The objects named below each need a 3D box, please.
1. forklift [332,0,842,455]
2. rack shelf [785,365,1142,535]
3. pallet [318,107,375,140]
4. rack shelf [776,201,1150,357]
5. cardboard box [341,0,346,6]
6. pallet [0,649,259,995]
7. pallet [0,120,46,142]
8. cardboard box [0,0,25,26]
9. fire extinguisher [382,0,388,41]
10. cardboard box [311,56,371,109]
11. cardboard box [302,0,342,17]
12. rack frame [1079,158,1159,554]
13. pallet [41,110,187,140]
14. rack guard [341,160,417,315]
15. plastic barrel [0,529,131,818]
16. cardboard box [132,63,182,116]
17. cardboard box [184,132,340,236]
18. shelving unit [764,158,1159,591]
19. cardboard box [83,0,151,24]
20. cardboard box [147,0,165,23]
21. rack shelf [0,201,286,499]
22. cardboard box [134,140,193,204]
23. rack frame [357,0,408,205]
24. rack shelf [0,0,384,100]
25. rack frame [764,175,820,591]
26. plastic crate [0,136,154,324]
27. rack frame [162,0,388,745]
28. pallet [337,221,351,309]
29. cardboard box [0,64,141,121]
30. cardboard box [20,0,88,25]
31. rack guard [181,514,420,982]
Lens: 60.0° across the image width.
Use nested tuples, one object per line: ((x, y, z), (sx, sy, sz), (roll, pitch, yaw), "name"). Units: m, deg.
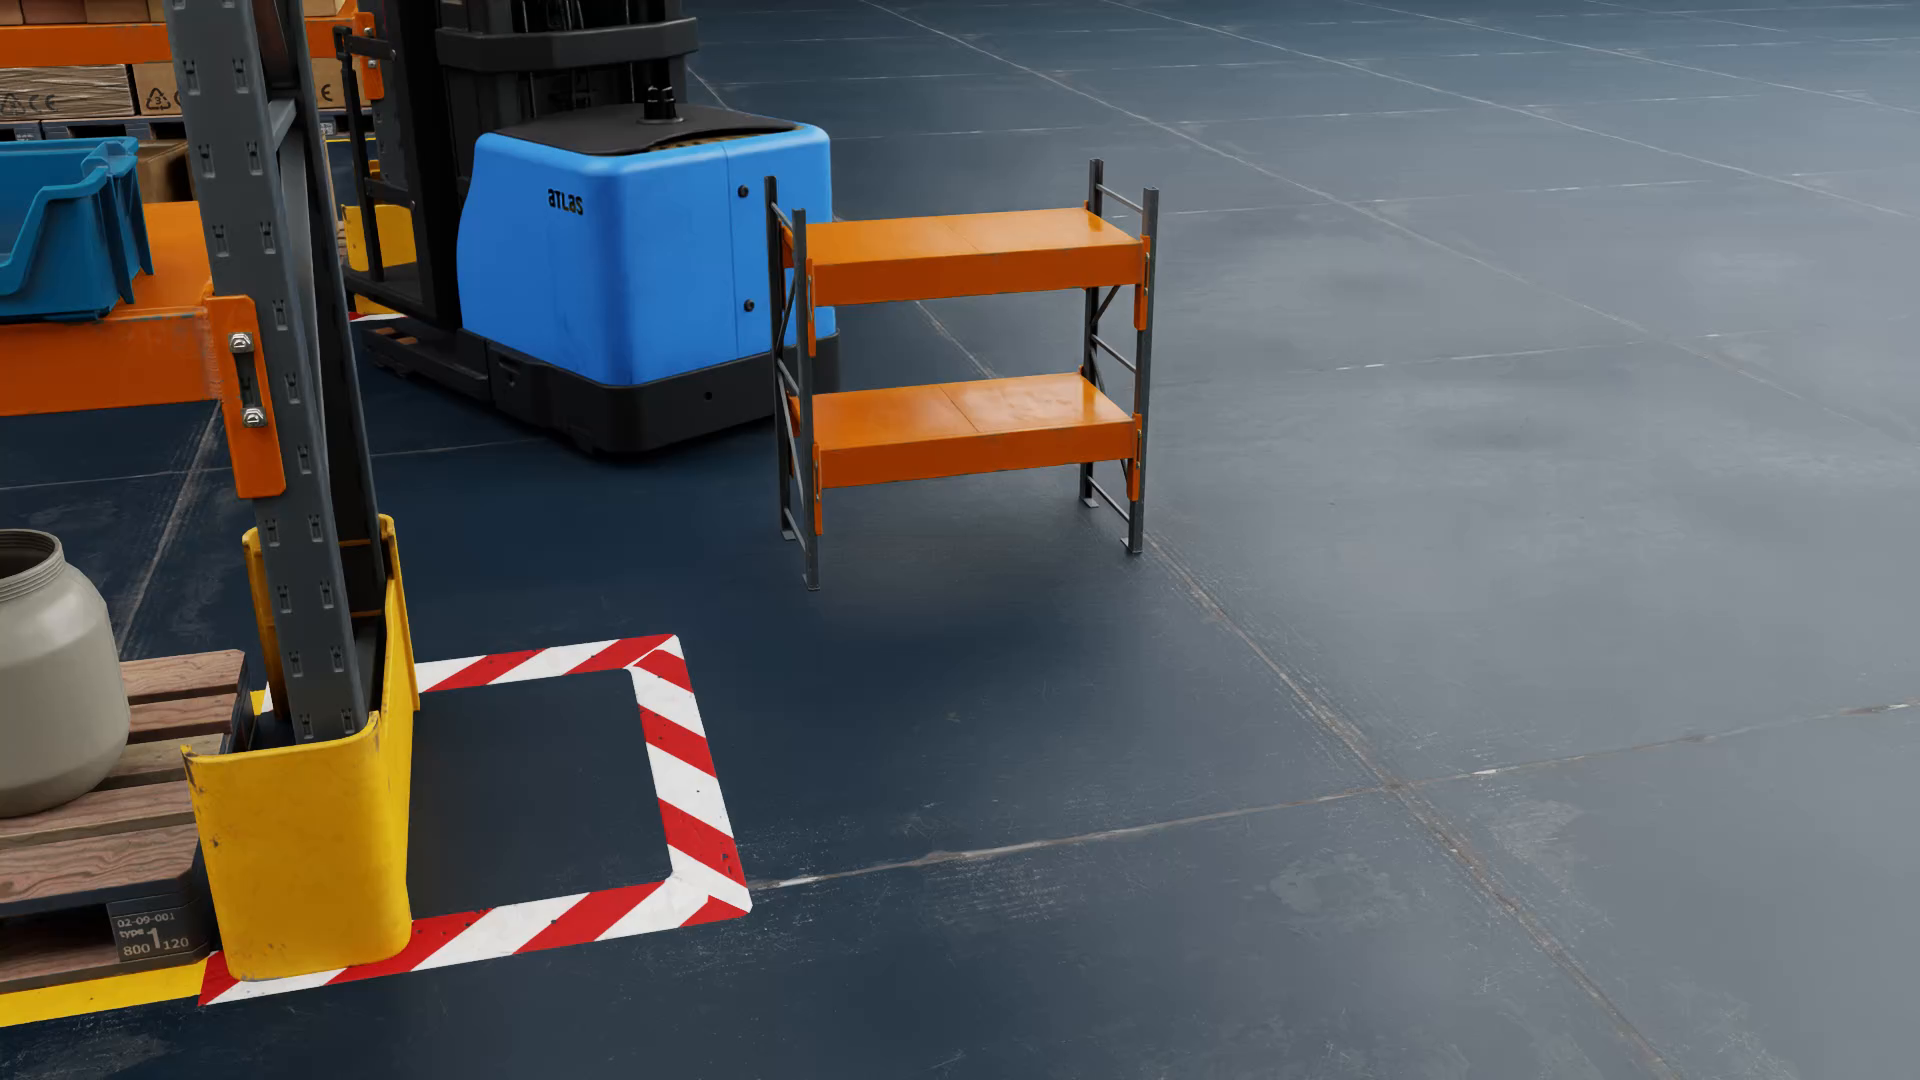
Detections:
((-1.841, -2.135, 6.508), (1.130, 2.935, 3.031), (-21, 31, -40), "forklift")
((-0.007, -0.292, 5.123), (1.000, 0.278, 0.538), (-6, 24, -14), "rack shelf")
((-4.689, -3.155, 12.335), (1.213, 0.211, 1.003), (-6, 24, -14), "pallet")
((-0.007, -0.785, 4.911), (1.000, 0.278, 0.538), (-6, 24, -14), "rack shelf")
((-3.037, -2.602, 7.828), (0.250, 0.149, 0.380), (-6, 24, -14), "cardboard box")
((-2.204, 0.615, 3.549), (1.213, 0.211, 1.003), (-6, 24, -14), "pallet")
((-7.039, -2.895, 11.729), (1.213, 0.211, 1.003), (-6, 24, -14), "pallet")
((-4.116, -2.294, 7.110), (0.250, 0.149, 0.380), (-6, 24, -14), "cardboard box")
((-2.464, -2.459, 7.275), (0.183, 0.674, 0.296), (-6, 24, -14), "fire extinguisher")
((-4.576, -3.670, 12.162), (0.875, 0.875, 0.875), (-6, 24, -14), "cardboard box")
((-2.917, -2.433, 7.435), (0.250, 0.149, 0.380), (-6, 24, -14), "cardboard box")
((0.483, -0.570, 5.153), (0.032, 1.125, 0.500), (-6, 24, -14), "rack frame")
((-5.862, -3.026, 12.035), (1.213, 0.211, 1.003), (-6, 24, -14), "pallet")
((-2.771, -1.500, 8.113), (0.348, 0.500, 1.175), (-6, 24, -14), "rack guard")
((-1.973, 0.273, 3.433), (0.421, 0.512, 0.421), (0, 23, 0), "plastic barrel")
((-5.422, -3.576, 11.942), (0.875, 0.875, 0.875), (-7, 24, -15), "cardboard box")
((-3.304, -1.641, 7.909), (0.500, 0.500, 0.500), (-2, 23, -5), "cardboard box")
((-0.007, -0.516, 5.027), (1.048, 1.125, 0.538), (-6, 24, -14), "shelving unit")
((-3.629, -2.340, 7.217), (0.250, 0.149, 0.380), (-6, 24, -14), "cardboard box")
((-3.385, -2.360, 7.266), (0.250, 0.149, 0.380), (-6, 24, -14), "cardboard box")
((-3.286, -0.233, 2.902), (4.000, 0.370, 1.077), (-6, 24, -14), "rack shelf")
((-3.870, -1.565, 7.730), (0.500, 0.500, 0.500), (0, 23, 0), "cardboard box")
((-2.698, -2.657, 7.639), (0.127, 3.000, 1.000), (-6, 24, -14), "rack frame")
((-4.624, -2.114, 7.284), (4.000, 0.370, 1.077), (-6, 24, -14), "rack shelf")
((-0.496, -0.462, 4.900), (0.032, 1.125, 0.500), (-6, 24, -14), "rack frame")
((-1.761, -0.542, 2.897), (0.616, 0.251, 0.499), (-6, 24, -14), "plastic crate")
((-1.360, -0.777, 3.256), (0.127, 3.000, 1.000), (-6, 24, -14), "rack frame")
((-3.563, -1.295, 7.999), (1.213, 0.211, 1.003), (-6, 24, -14), "pallet")
((-6.301, -3.479, 11.717), (0.875, 0.875, 0.875), (-6, 24, -14), "cardboard box")
((-3.881, -2.329, 7.192), (0.250, 0.149, 0.380), (-6, 24, -14), "cardboard box")
((-1.421, 0.398, 3.689), (0.348, 0.500, 1.175), (-6, 24, -14), "rack guard")
